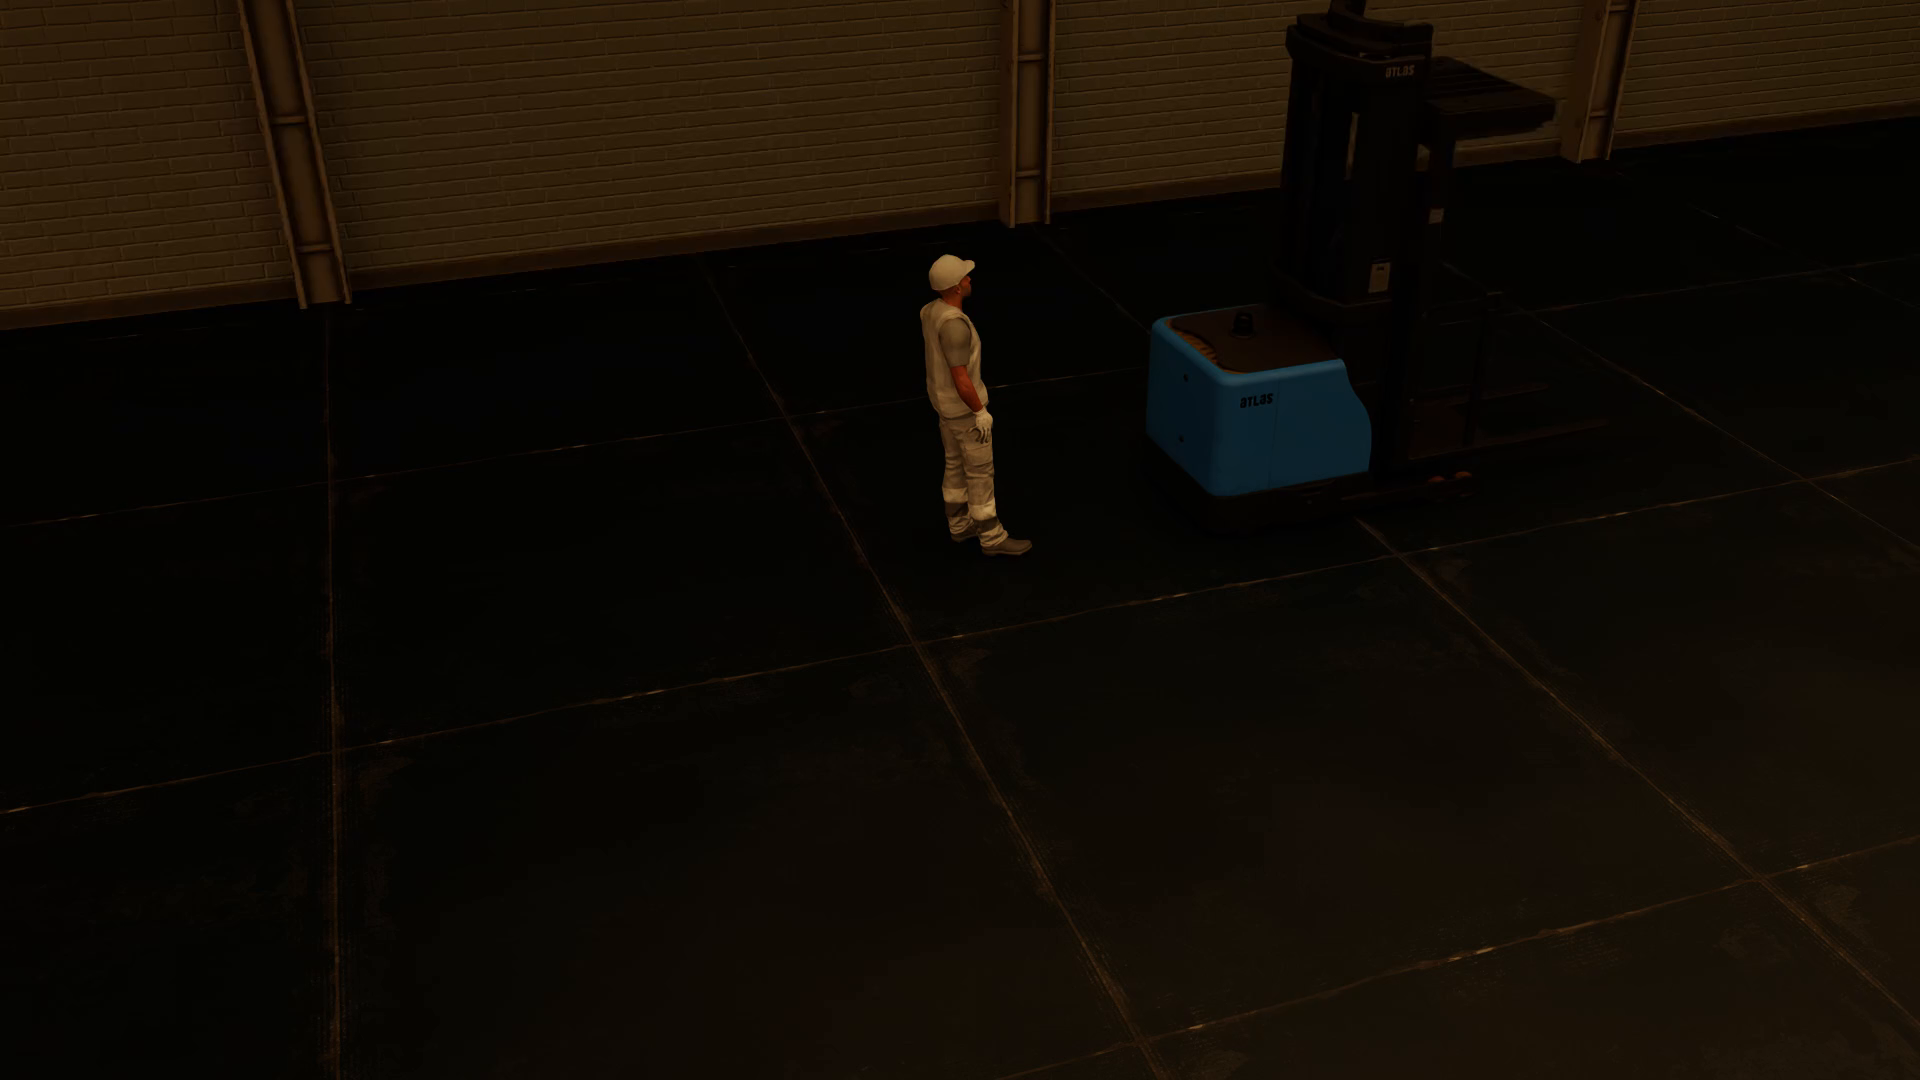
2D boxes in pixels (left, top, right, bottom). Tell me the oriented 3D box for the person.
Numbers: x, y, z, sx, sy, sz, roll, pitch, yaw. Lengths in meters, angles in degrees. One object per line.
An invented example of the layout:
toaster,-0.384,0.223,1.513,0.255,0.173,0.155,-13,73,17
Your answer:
person,0.080,-0.789,9.590,0.562,1.789,0.638,-10,31,-16

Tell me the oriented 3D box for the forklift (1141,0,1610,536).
forklift,2.736,-1.740,10.111,3.031,2.935,1.130,-11,32,-18
